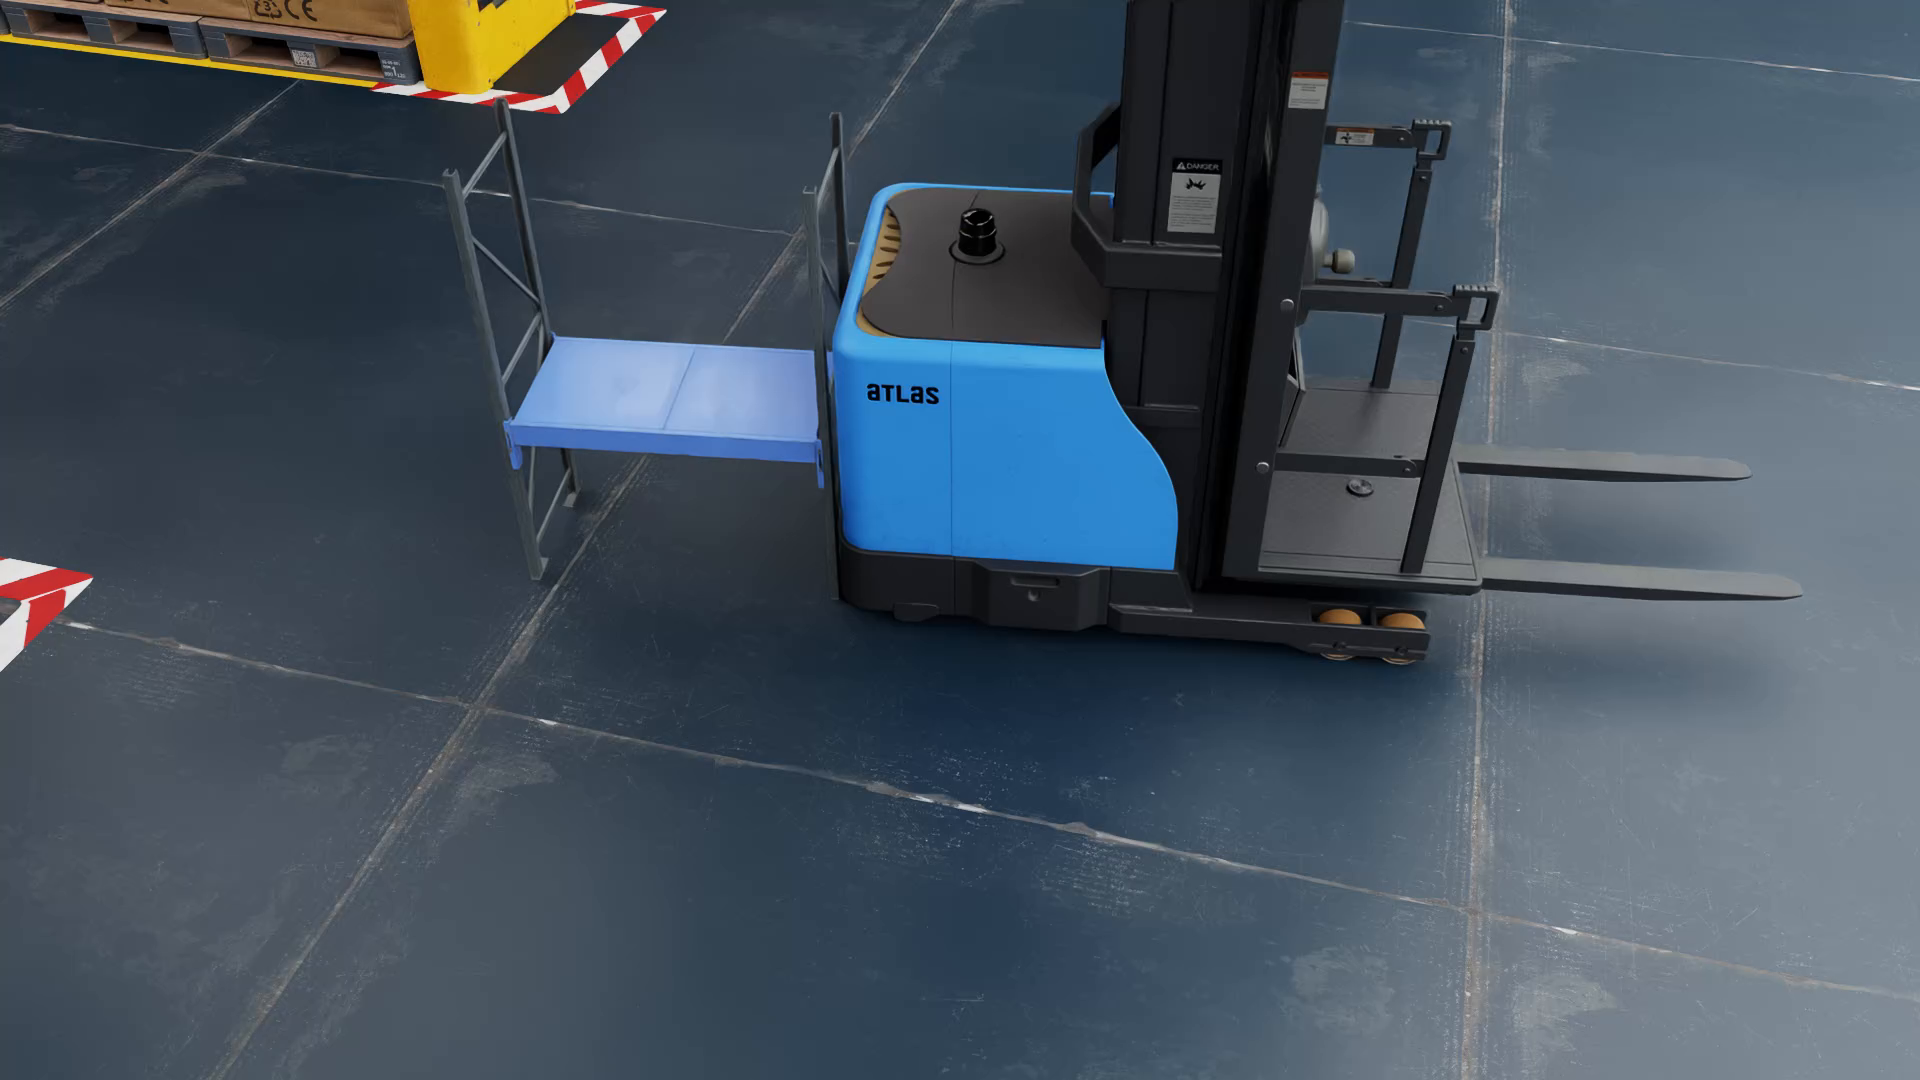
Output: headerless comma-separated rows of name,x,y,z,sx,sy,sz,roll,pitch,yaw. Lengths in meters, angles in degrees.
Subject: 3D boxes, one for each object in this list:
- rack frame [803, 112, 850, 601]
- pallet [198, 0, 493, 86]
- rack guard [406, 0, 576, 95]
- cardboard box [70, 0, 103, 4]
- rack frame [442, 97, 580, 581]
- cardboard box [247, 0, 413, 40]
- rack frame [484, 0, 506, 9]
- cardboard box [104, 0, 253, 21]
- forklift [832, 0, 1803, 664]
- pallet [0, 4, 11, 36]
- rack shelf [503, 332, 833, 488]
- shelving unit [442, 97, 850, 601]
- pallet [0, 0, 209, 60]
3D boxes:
rack frame,-0.390,-0.534,5.219,0.032,1.500,0.500,4,40,4
pallet,-3.256,-2.810,8.932,1.213,0.211,1.003,10,41,11
rack guard,-2.440,-2.833,8.734,0.348,0.500,1.175,10,41,11
cardboard box,-4.866,-3.511,8.923,0.875,0.875,0.875,10,41,12
rack frame,-1.402,-0.598,5.296,0.032,1.500,0.500,4,40,4
cardboard box,-3.135,-3.213,8.569,0.875,0.875,0.875,10,41,12
rack frame,-2.463,-3.794,7.935,0.127,3.000,1.000,10,41,11
cardboard box,-3.986,-3.358,8.741,0.875,0.875,0.875,9,41,11
forklift,1.164,-1.089,4.767,3.031,2.935,1.130,4,40,4
pallet,-5.613,-3.216,9.415,1.213,0.211,1.003,10,41,11
rack shelf,-0.896,-0.428,5.373,1.000,0.185,0.538,4,40,4
shelving unit,-0.896,-0.566,5.257,1.048,1.500,0.538,4,40,4
pallet,-4.431,-3.015,9.175,1.213,0.211,1.003,10,41,11
